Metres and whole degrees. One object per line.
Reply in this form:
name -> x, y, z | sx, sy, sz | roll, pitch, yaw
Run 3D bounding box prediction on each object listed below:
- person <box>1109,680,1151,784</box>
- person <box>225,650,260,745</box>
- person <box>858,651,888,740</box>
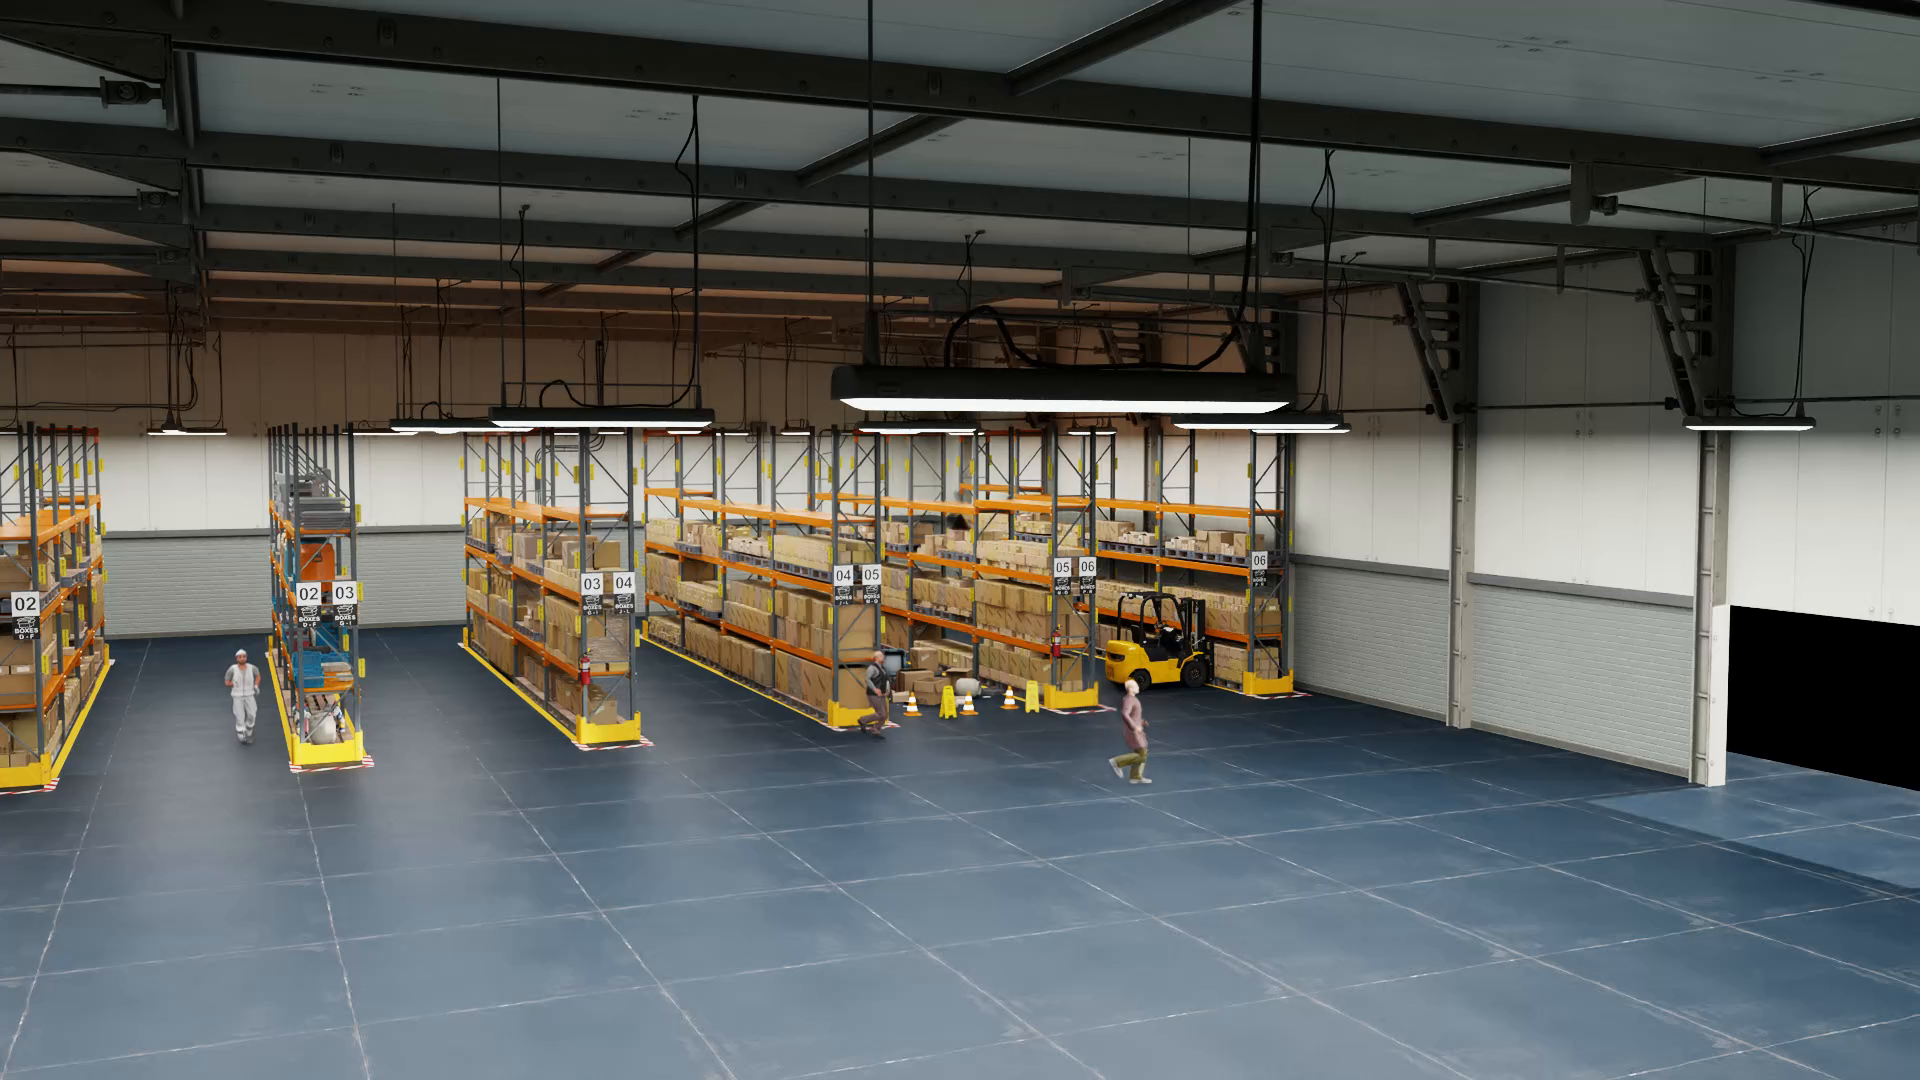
person -> 2.818, 3.175, 27.483 | 0.702, 1.734, 0.726 | 0, 3, 2
person -> -13.339, 2.941, 30.993 | 0.634, 1.786, 0.645 | -2, 4, -29
person -> -1.657, 2.957, 31.733 | 0.568, 1.690, 0.651 | 1, 4, 15
